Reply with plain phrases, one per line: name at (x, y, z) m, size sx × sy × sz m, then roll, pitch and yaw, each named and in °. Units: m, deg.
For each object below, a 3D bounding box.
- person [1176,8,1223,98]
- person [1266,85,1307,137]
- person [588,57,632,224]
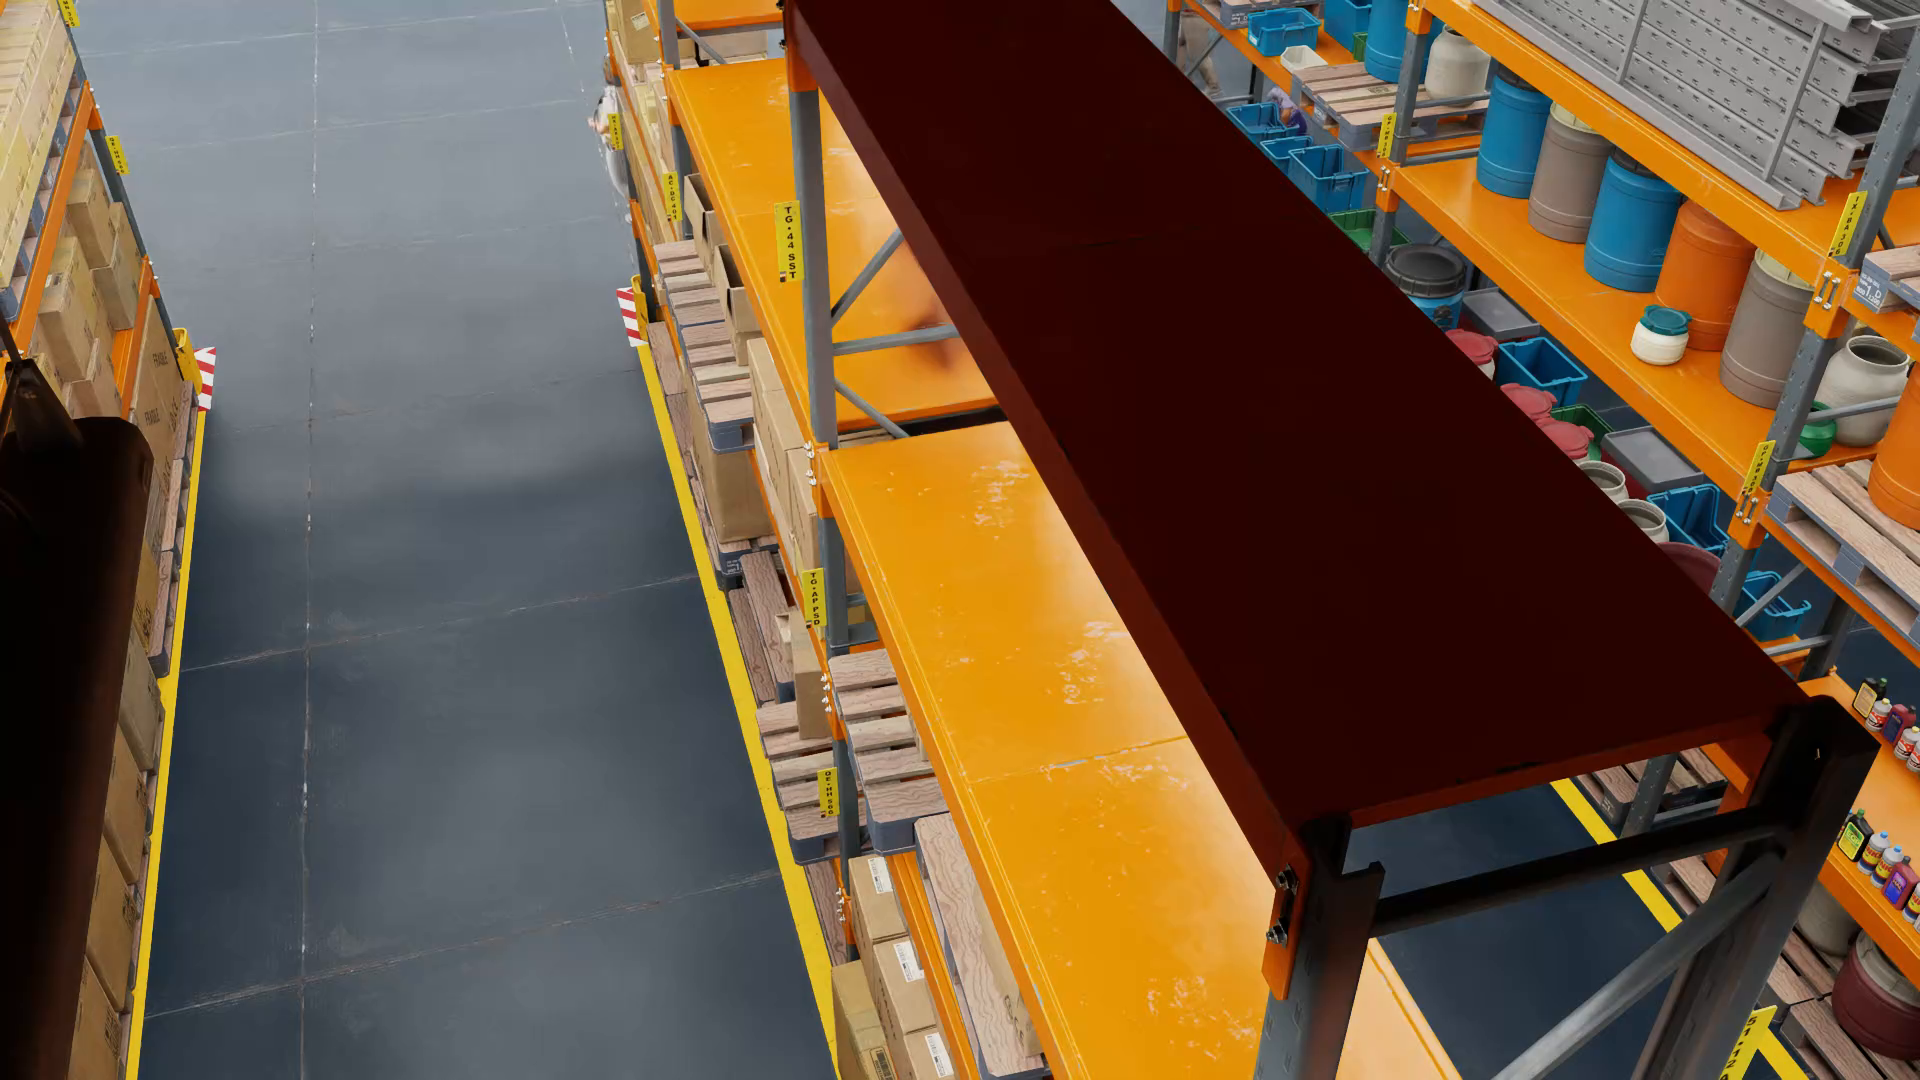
person at (2.639, -5.800, 18.782) m, size 0.758 × 1.802 × 0.637 m, roll 6°, pitch 39°, yaw 7°
person at (3.245, -4.090, 16.695) m, size 0.810 × 1.673 × 0.694 m, roll 32°, pitch 48°, yaw 34°
person at (-3.362, -3.954, 16.404) m, size 0.611 × 1.736 × 0.651 m, roll 14°, pitch 41°, yaw 17°
